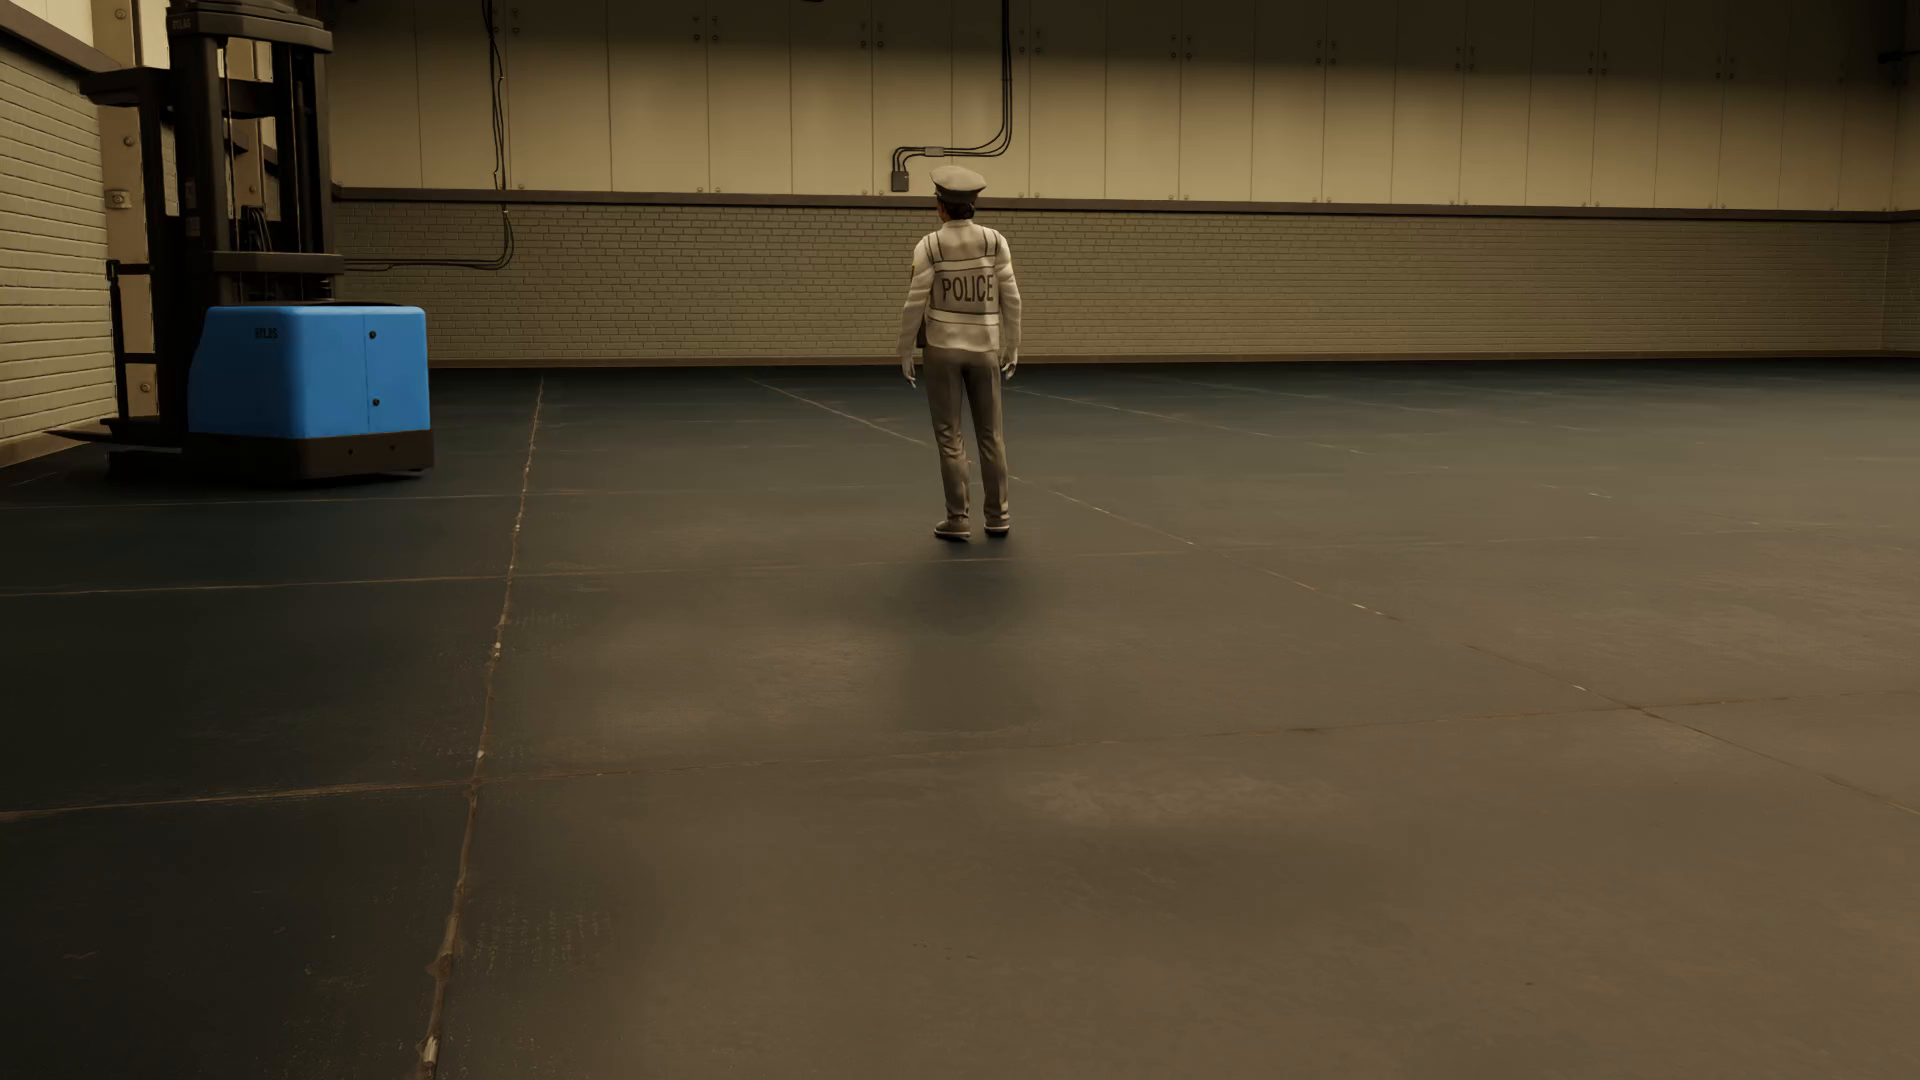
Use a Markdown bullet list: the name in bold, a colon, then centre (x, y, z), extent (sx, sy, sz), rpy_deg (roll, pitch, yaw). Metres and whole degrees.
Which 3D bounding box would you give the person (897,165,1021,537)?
- **person**: centre (-0.010, -0.856, 7.656), extent (0.588, 1.695, 0.531), rpy_deg (-2, 8, -13)

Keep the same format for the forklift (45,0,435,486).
- **forklift**: centre (-4.831, -1.900, 10.704), extent (3.031, 2.935, 1.130), rpy_deg (5, 9, 33)
